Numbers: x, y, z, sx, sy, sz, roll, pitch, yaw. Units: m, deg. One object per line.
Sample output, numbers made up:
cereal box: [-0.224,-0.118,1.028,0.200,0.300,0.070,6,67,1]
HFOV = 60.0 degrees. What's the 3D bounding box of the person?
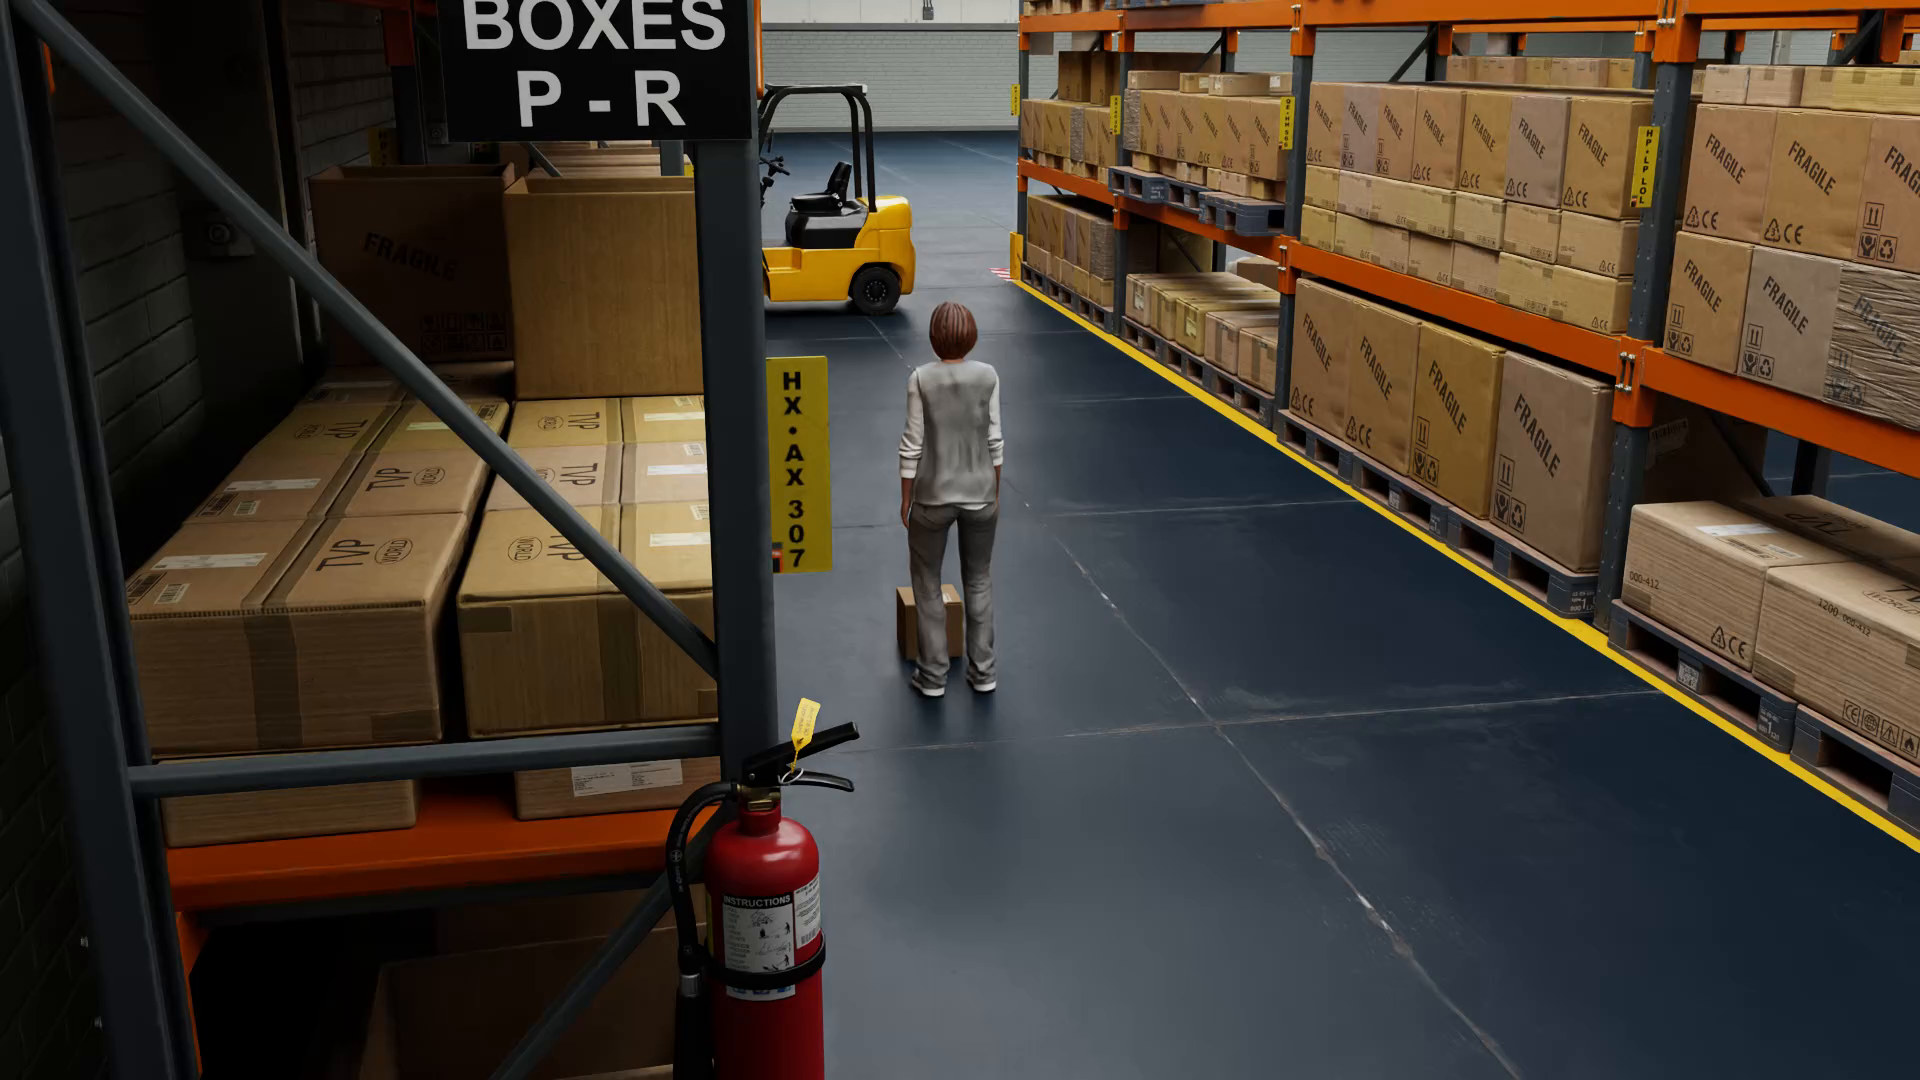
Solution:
person: [-0.037,-0.154,6.588,0.420,1.589,0.312,-4,17,-12]
